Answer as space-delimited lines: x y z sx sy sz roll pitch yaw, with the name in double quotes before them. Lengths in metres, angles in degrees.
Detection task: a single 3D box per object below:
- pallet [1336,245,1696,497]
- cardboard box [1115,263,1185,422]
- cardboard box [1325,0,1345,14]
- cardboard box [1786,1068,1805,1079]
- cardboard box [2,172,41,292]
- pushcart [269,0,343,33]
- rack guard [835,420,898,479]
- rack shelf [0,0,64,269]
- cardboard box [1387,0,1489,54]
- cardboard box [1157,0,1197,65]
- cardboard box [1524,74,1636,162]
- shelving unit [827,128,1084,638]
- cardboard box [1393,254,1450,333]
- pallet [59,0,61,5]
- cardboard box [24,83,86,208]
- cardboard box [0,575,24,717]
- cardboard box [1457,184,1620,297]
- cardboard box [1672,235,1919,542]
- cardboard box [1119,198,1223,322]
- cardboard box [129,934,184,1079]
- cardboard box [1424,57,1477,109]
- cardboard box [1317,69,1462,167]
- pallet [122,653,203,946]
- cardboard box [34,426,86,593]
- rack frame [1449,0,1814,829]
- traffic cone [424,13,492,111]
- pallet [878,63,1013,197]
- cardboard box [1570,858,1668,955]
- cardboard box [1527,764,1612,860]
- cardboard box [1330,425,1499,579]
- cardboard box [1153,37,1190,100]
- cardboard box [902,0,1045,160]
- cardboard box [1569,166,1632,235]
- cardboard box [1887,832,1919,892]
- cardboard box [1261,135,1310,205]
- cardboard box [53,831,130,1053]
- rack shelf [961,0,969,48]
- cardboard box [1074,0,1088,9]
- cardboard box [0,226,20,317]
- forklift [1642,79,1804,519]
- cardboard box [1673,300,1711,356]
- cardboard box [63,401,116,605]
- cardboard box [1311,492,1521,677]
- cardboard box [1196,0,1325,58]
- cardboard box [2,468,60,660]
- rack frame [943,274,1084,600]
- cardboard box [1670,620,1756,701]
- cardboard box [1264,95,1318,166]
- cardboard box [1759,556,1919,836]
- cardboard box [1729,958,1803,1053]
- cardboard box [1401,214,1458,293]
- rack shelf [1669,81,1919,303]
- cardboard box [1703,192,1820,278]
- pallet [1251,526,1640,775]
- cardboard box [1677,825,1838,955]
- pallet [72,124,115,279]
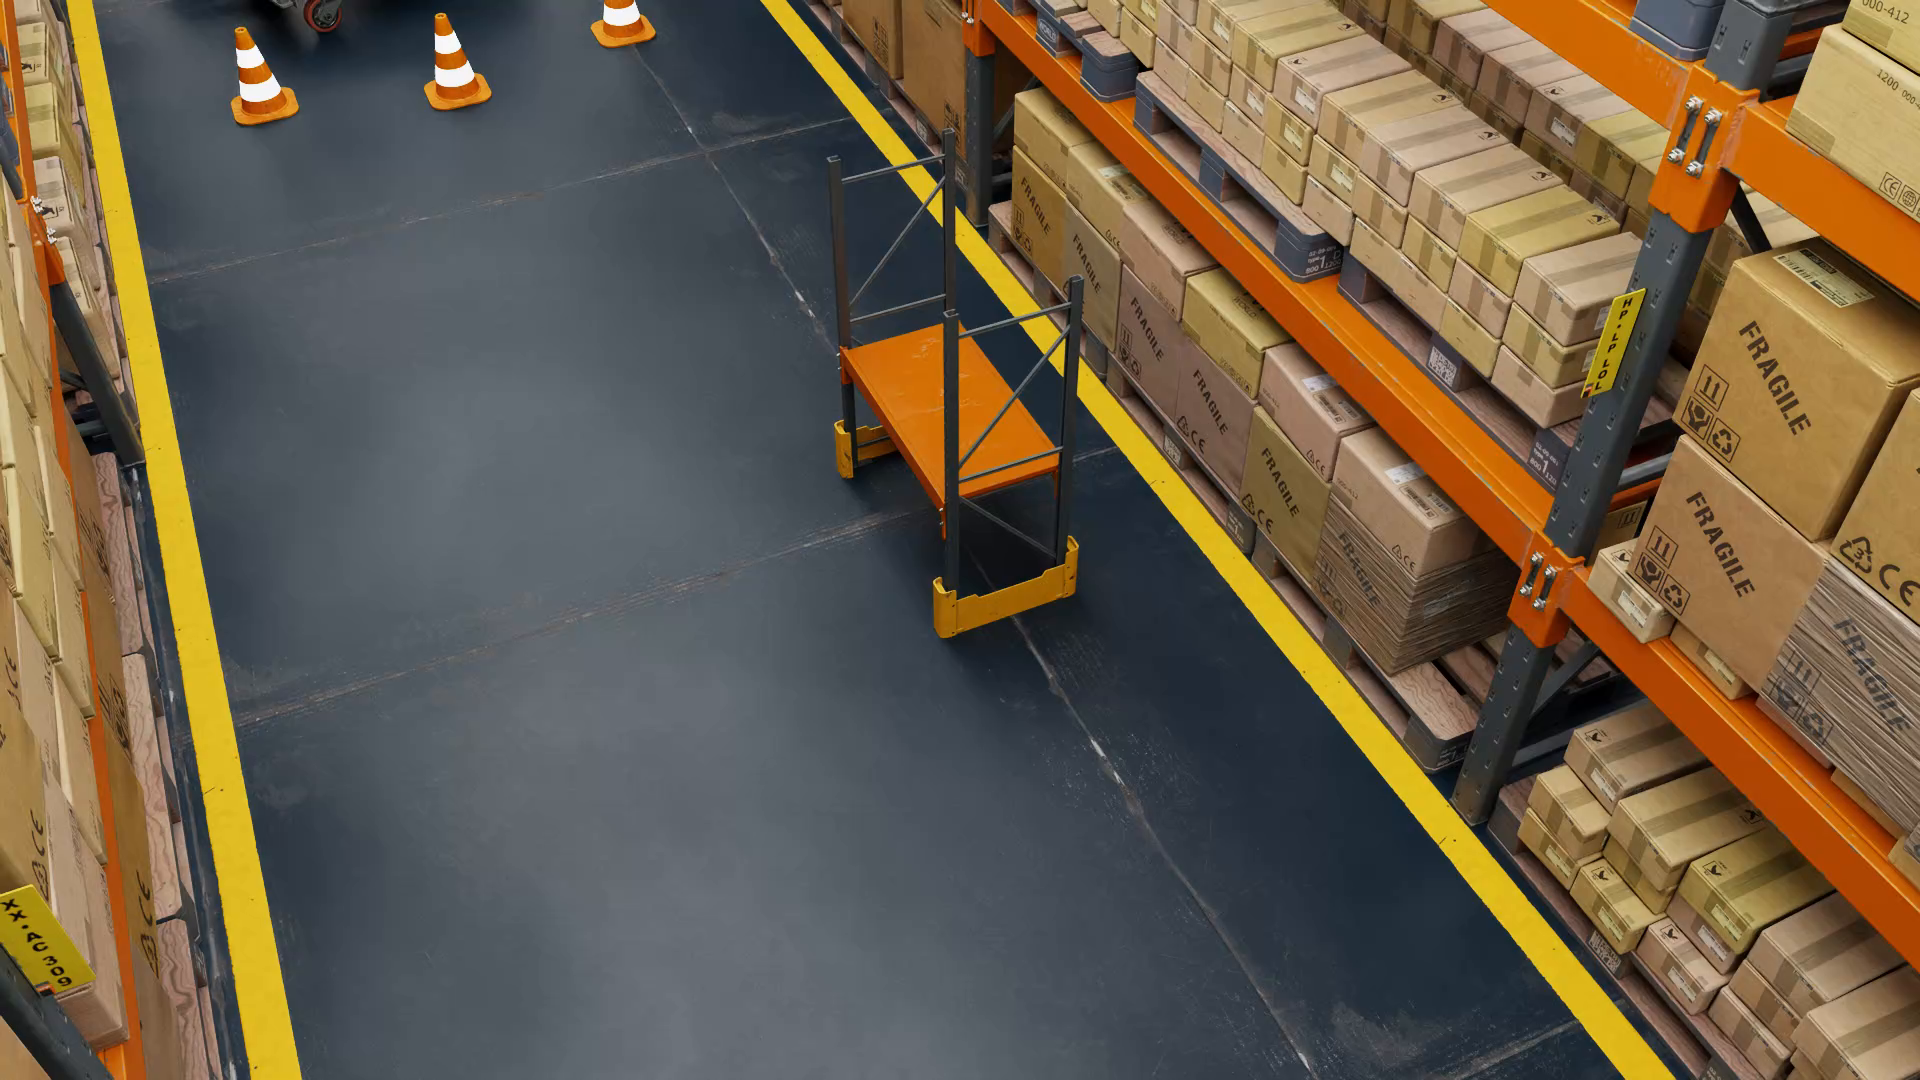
"pallet" 2.001 -0.720 5.481 1.003 0.211 1.213 -18 47 -17
"cardboard box" 1.009 -0.896 7.003 0.500 0.500 0.500 -19 48 -18
"cardboard box" 1.563 -2.138 6.449 0.380 0.149 0.250 -18 47 -18
"cardboard box" 2.612 1.554 4.770 0.380 0.149 0.250 -20 48 -19
"cardboard box" -3.492 -0.982 5.717 0.500 0.250 0.500 -20 48 -19
"pushcart" -3.575 -3.602 10.132 1.648 0.377 0.936 -35 54 -30
"rack guard" -0.241 -0.455 7.033 0.587 0.250 0.087 -18 47 -17
"rack shelf" -4.781 -2.300 7.457 1.077 0.370 4.000 -18 47 -17
"cardboard box" 1.781 -1.912 6.008 0.380 0.149 0.250 -17 47 -16
"cardboard box" 0.971 -1.945 6.254 0.380 0.149 0.250 -18 47 -17
"cardboard box" 2.111 -1.417 5.507 0.380 0.149 0.250 -19 48 -18
"shelving unit" -0.032 -0.582 6.272 0.587 1.500 1.083 -18 47 -17
"cardboard box" 1.631 -0.838 5.344 0.380 0.149 0.250 -18 47 -18
"pallet" -5.937 -3.255 9.899 1.003 0.211 1.213 -18 47 -17
"cardboard box" -4.800 -1.811 8.022 0.950 0.372 0.625 -17 47 -16
"cardboard box" -2.422 0.195 3.634 0.500 0.500 0.500 -18 47 -18
"cardboard box" 1.731 -0.900 4.982 0.380 0.149 0.250 -19 48 -19
"cardboard box" 2.159 -0.396 4.021 0.500 0.500 0.500 -17 47 -16
"cardboard box" 0.988 -1.181 6.758 0.500 0.250 0.500 -18 47 -17
"cardboard box" -2.592 1.503 4.305 0.875 0.875 0.875 -17 47 -16
"cardboard box" 1.886 -1.646 5.951 0.380 0.149 0.250 -19 48 -18
"cardboard box" 1.413 -1.390 5.479 0.380 0.149 0.250 -19 48 -19
"pallet" -3.168 1.012 5.574 1.003 0.211 1.213 -18 47 -17
"cardboard box" -2.826 -0.019 4.741 0.500 0.250 0.500 -19 48 -18
"rack frame" 2.190 -0.259 4.876 1.000 3.000 0.127 -18 47 -17
"traffic cone" -2.801 -2.661 9.118 0.336 0.463 0.334 -18 47 -17
"pallet" 0.245 -2.340 8.971 1.003 0.211 1.213 -18 47 -17
"cardboard box" 2.164 1.103 5.227 0.380 0.149 0.250 -17 47 -16
"cardboard box" 2.052 0.826 5.296 0.380 0.149 0.250 -16 47 -16
"cardboard box" 1.648 -0.185 5.749 0.500 0.250 0.500 -19 48 -18
"cardboard box" 0.969 -1.840 6.359 0.380 0.149 0.250 -17 47 -16
"cardboard box" 0.334 -2.571 8.523 1.050 0.750 0.750 -19 48 -18
"cardboard box" 2.222 -1.140 5.438 0.380 0.149 0.250 -17 47 -16
"cardboard box" 2.504 0.760 4.023 0.380 0.149 0.250 -17 47 -17
"cardboard box" 1.293 -1.343 5.855 0.380 0.149 0.250 -16 47 -16
"cardboard box" -2.204 0.963 3.745 0.500 0.250 0.500 -19 48 -18
"rack shelf" -0.332 -3.826 9.004 1.077 0.370 4.000 -18 47 -17
"cardboard box" 0.626 -2.352 6.878 0.380 0.149 0.250 -16 47 -15
"cardboard box" -3.287 -0.847 5.223 0.500 0.250 0.500 -19 48 -18
"forklift" 2.938 -1.753 6.440 1.130 2.935 3.031 -19 48 -18
"cardboard box" 2.442 -0.706 5.209 0.380 0.149 0.250 -20 48 -19
"cardboard box" -3.725 -0.210 6.041 0.875 0.875 0.875 -18 48 -18
"cardboard box" 1.651 0.084 6.009 0.500 0.500 0.500 -19 48 -18
"cardboard box" 1.081 -1.891 5.987 0.380 0.149 0.250 -17 47 -16
"cardboard box" -2.620 0.126 4.237 0.500 0.250 0.500 -17 47 -17
"rack frame" 0.178 -0.264 5.950 0.500 1.500 0.032 -18 47 -17
"cardboard box" 2.189 0.251 4.539 0.380 0.149 0.250 -17 47 -16
"cardboard box" 1.286 -1.459 5.761 0.380 0.149 0.250 -18 47 -17
"cardboard box" 2.384 0.303 4.024 0.500 0.500 0.500 -18 47 -17
"cardboard box" 2.486 1.279 4.838 0.380 0.149 0.250 -20 48 -19
"cardboard box" 1.630 -0.946 5.241 0.380 0.149 0.250 -16 47 -16
"rack shelf" 3.031 0.204 2.784 1.077 0.370 4.000 -18 47 -17
"cardboard box" 2.442 -0.917 5.000 0.380 0.149 0.250 -16 47 -15
"pallet" 1.862 0.238 6.358 1.003 0.211 1.213 -18 47 -17
"cardboard box" 2.360 1.015 4.893 0.380 0.149 0.250 -19 48 -18
"pallet" -4.777 -1.564 8.184 1.003 0.211 1.213 -18 47 -17
